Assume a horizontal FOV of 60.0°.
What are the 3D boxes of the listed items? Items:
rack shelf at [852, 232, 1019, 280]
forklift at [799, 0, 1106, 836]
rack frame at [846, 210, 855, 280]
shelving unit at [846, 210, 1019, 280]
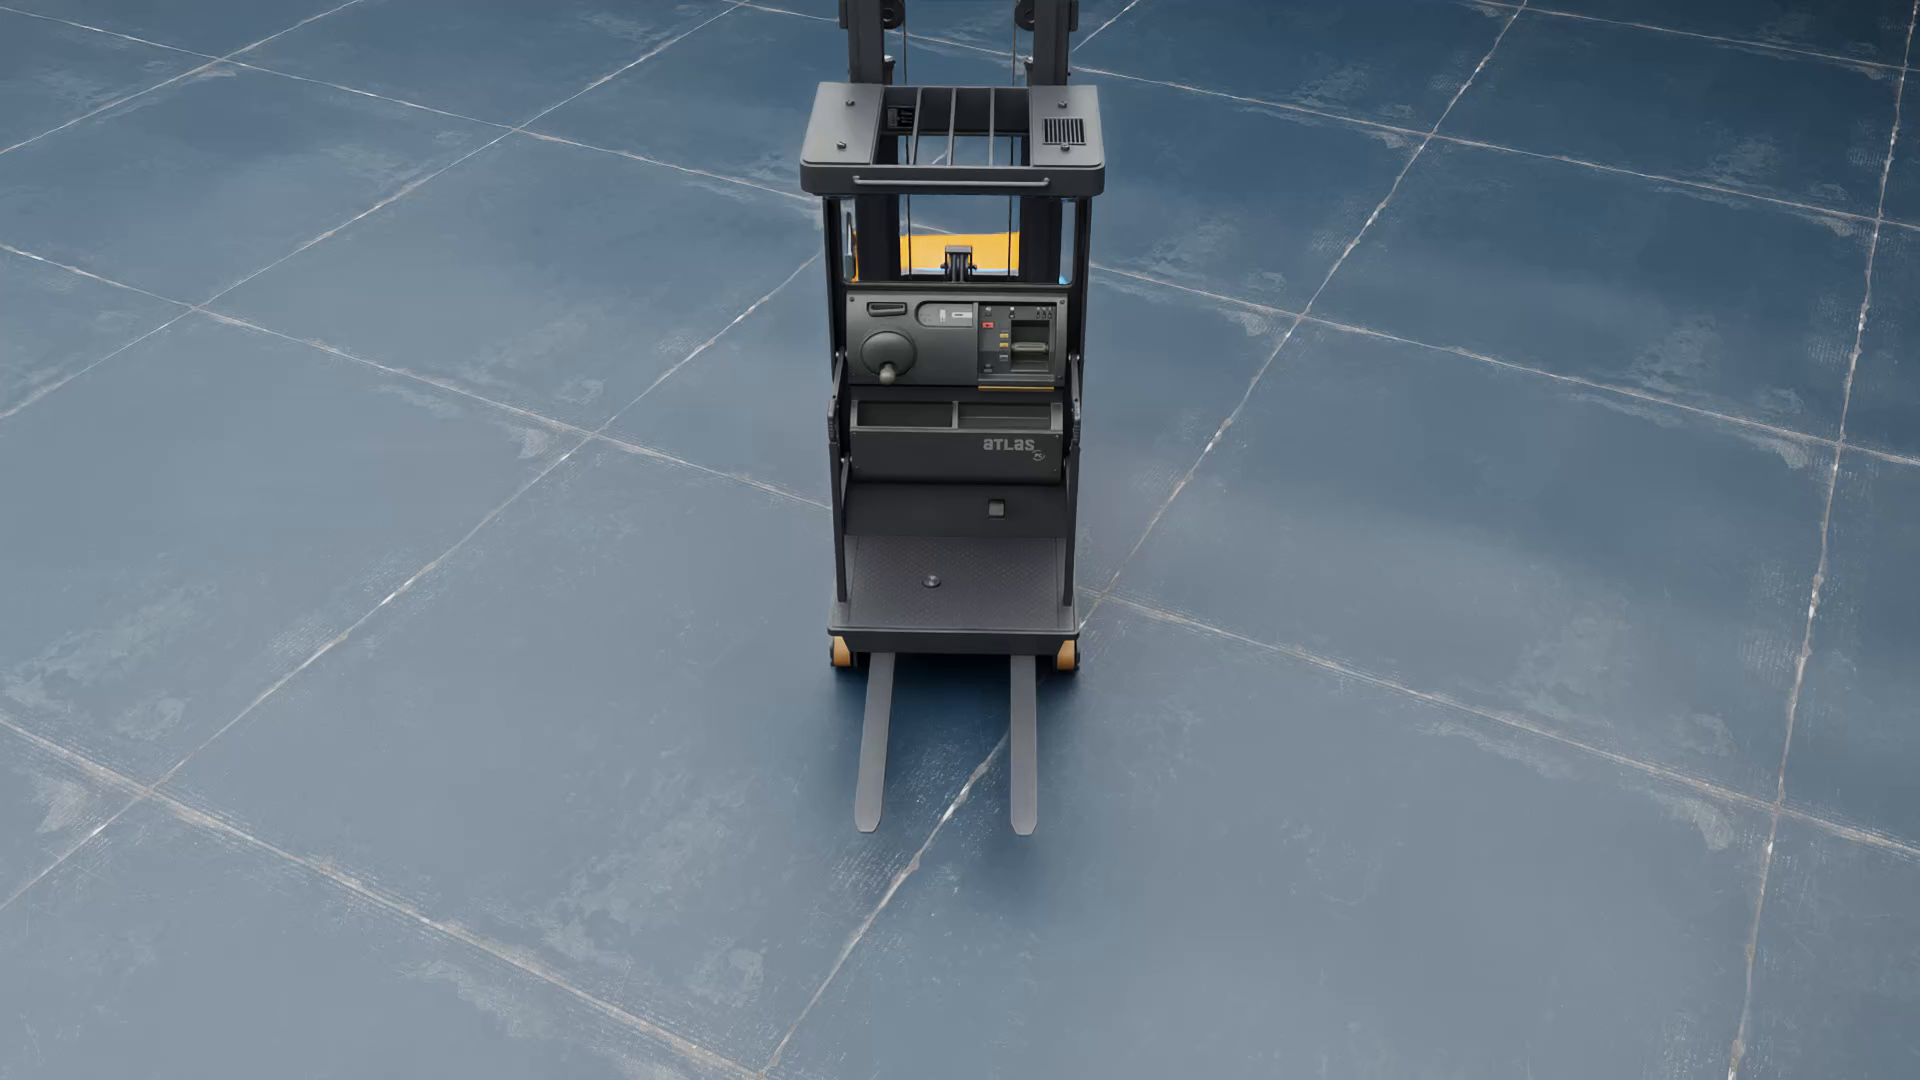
[{"bbox_3d":[-0.056,-1.369,8.639,1.000,0.278,0.538,-2,37,-2],"label":"rack shelf"},{"bbox_3d":[-0.017,-0.776,6.849,1.130,2.935,3.031,1,37,1],"label":"forklift"},{"bbox_3d":[-0.563,-1.120,8.796,0.032,1.125,0.500,-2,37,-2],"label":"rack frame"},{"bbox_3d":[-0.056,-1.136,8.816,1.048,1.125,0.538,-2,37,-2],"label":"shelving unit"}]
